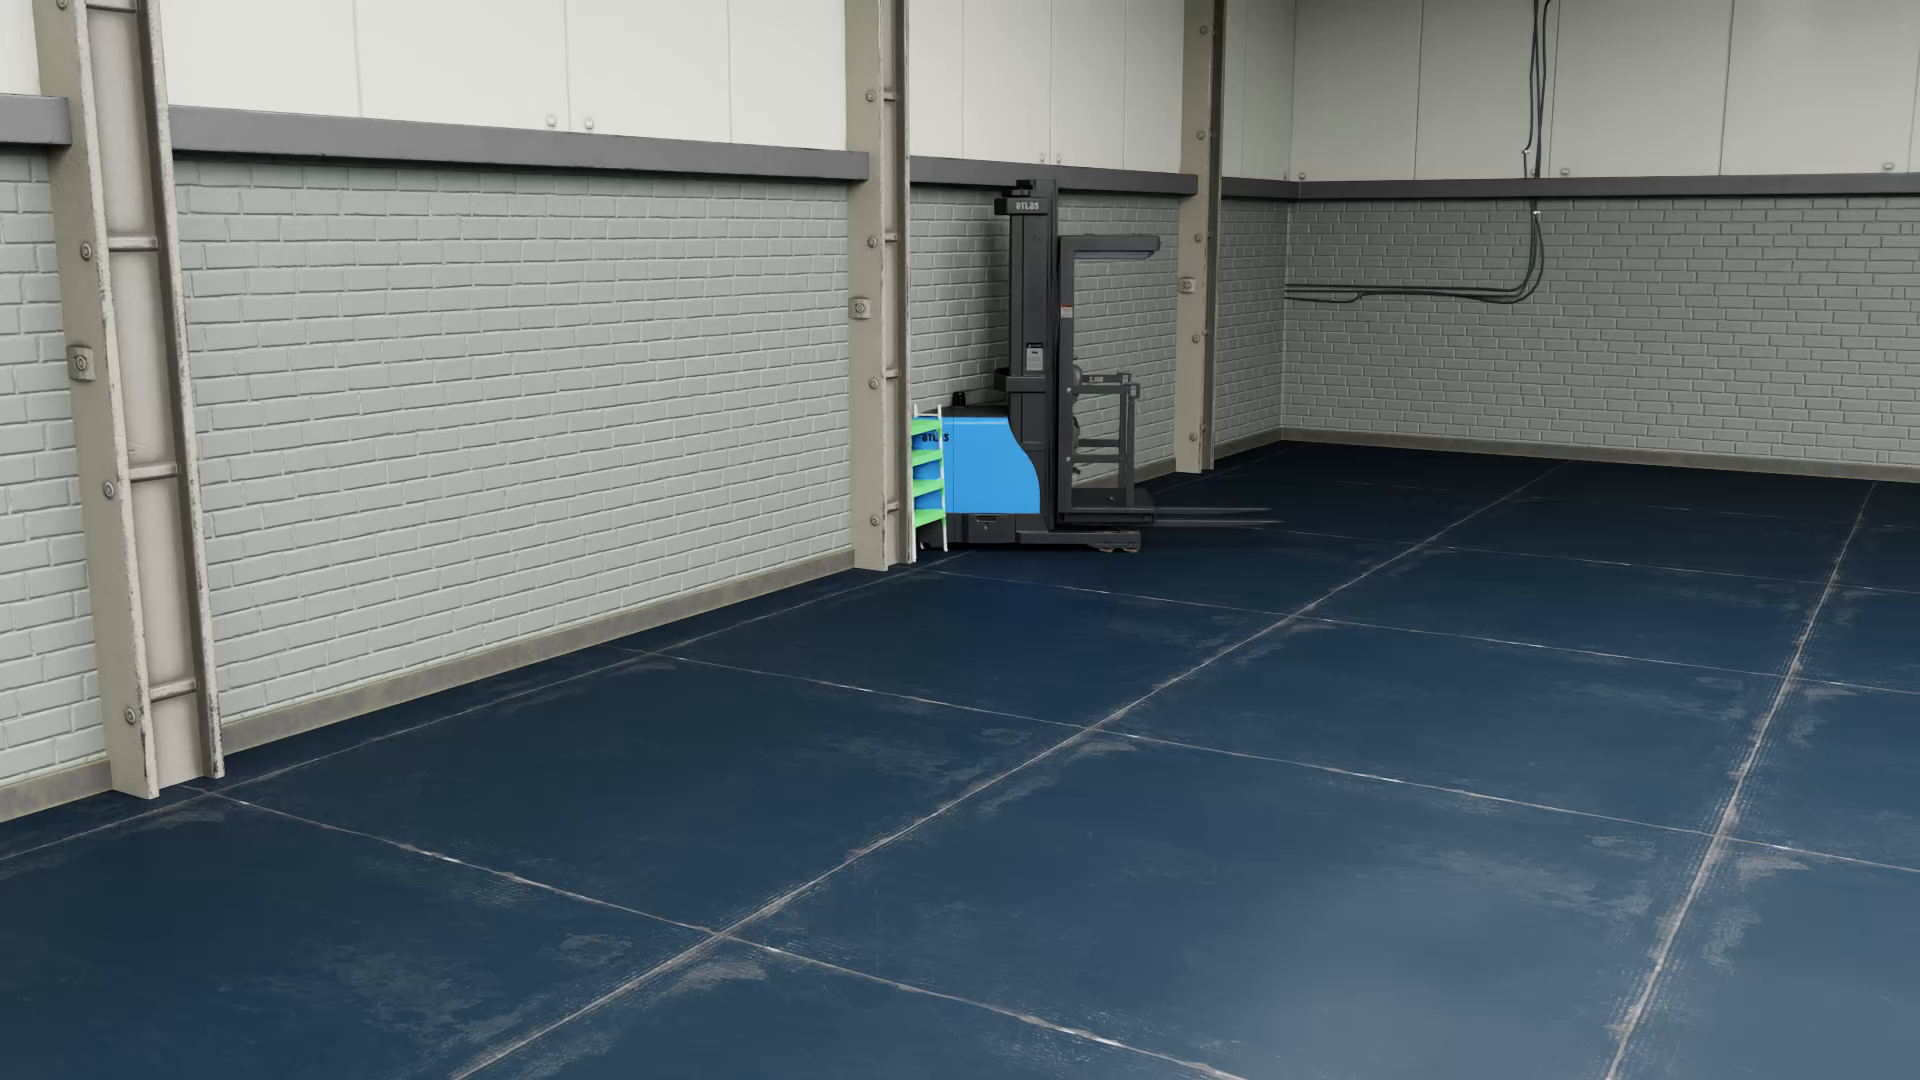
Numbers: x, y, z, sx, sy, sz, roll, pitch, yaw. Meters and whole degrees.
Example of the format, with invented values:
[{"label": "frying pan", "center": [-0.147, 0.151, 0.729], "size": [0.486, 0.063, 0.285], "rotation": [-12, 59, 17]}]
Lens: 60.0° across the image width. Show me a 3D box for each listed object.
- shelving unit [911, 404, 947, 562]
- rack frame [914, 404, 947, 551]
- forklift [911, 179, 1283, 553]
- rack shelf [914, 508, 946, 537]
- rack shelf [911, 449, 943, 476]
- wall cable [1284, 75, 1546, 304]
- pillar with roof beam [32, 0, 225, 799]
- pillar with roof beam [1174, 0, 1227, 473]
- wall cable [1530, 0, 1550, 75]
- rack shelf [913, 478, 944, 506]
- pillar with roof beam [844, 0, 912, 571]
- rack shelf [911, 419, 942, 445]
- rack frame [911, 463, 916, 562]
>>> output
[{"label": "shelving unit", "center": [-0.355, -0.444, 13.123], "size": [0.258, 1.200, 0.503], "rotation": [4, 13, 29]}, {"label": "rack frame", "center": [-0.237, -0.490, 13.331], "size": [0.240, 1.200, 0.015], "rotation": [4, 13, 29]}, {"label": "forklift", "center": [1.107, -1.439, 13.592], "size": [3.031, 2.935, 1.130], "rotation": [0, 11, 2]}, {"label": "rack shelf", "center": [-0.342, -0.146, 13.181], "size": [0.258, 0.148, 0.480], "rotation": [4, 13, 29]}, {"label": "rack shelf", "center": [-0.362, -0.617, 13.089], "size": [0.258, 0.148, 0.480], "rotation": [4, 13, 29]}, {"label": "wall cable", "center": [5.170, -3.987, 19.148], "size": [3.097, 2.526, 0.112], "rotation": [6, 12, 31]}, {"label": "pillar with roof beam", "center": [-0.041, -2.878, 4.784], "size": [9.100, 9.000, 0.400], "rotation": [6, 12, 31]}, {"label": "pillar with roof beam", "center": [6.189, -4.765, 14.865], "size": [9.100, 9.000, 0.400], "rotation": [6, 12, 31]}, {"label": "wall cable", "center": [7.482, -6.211, 17.303], "size": [3.097, 2.526, 0.112], "rotation": [6, 12, 31]}, {"label": "rack shelf", "center": [-0.352, -0.382, 13.135], "size": [0.258, 0.148, 0.480], "rotation": [4, 13, 29]}, {"label": "pillar with roof beam", "center": [3.074, -3.821, 9.825], "size": [9.100, 9.000, 0.400], "rotation": [6, 12, 31]}, {"label": "rack shelf", "center": [-0.371, -0.852, 13.042], "size": [0.258, 0.148, 0.480], "rotation": [4, 13, 29]}, {"label": "rack frame", "center": [-0.473, -0.398, 12.914], "size": [0.240, 1.200, 0.015], "rotation": [4, 13, 29]}]
